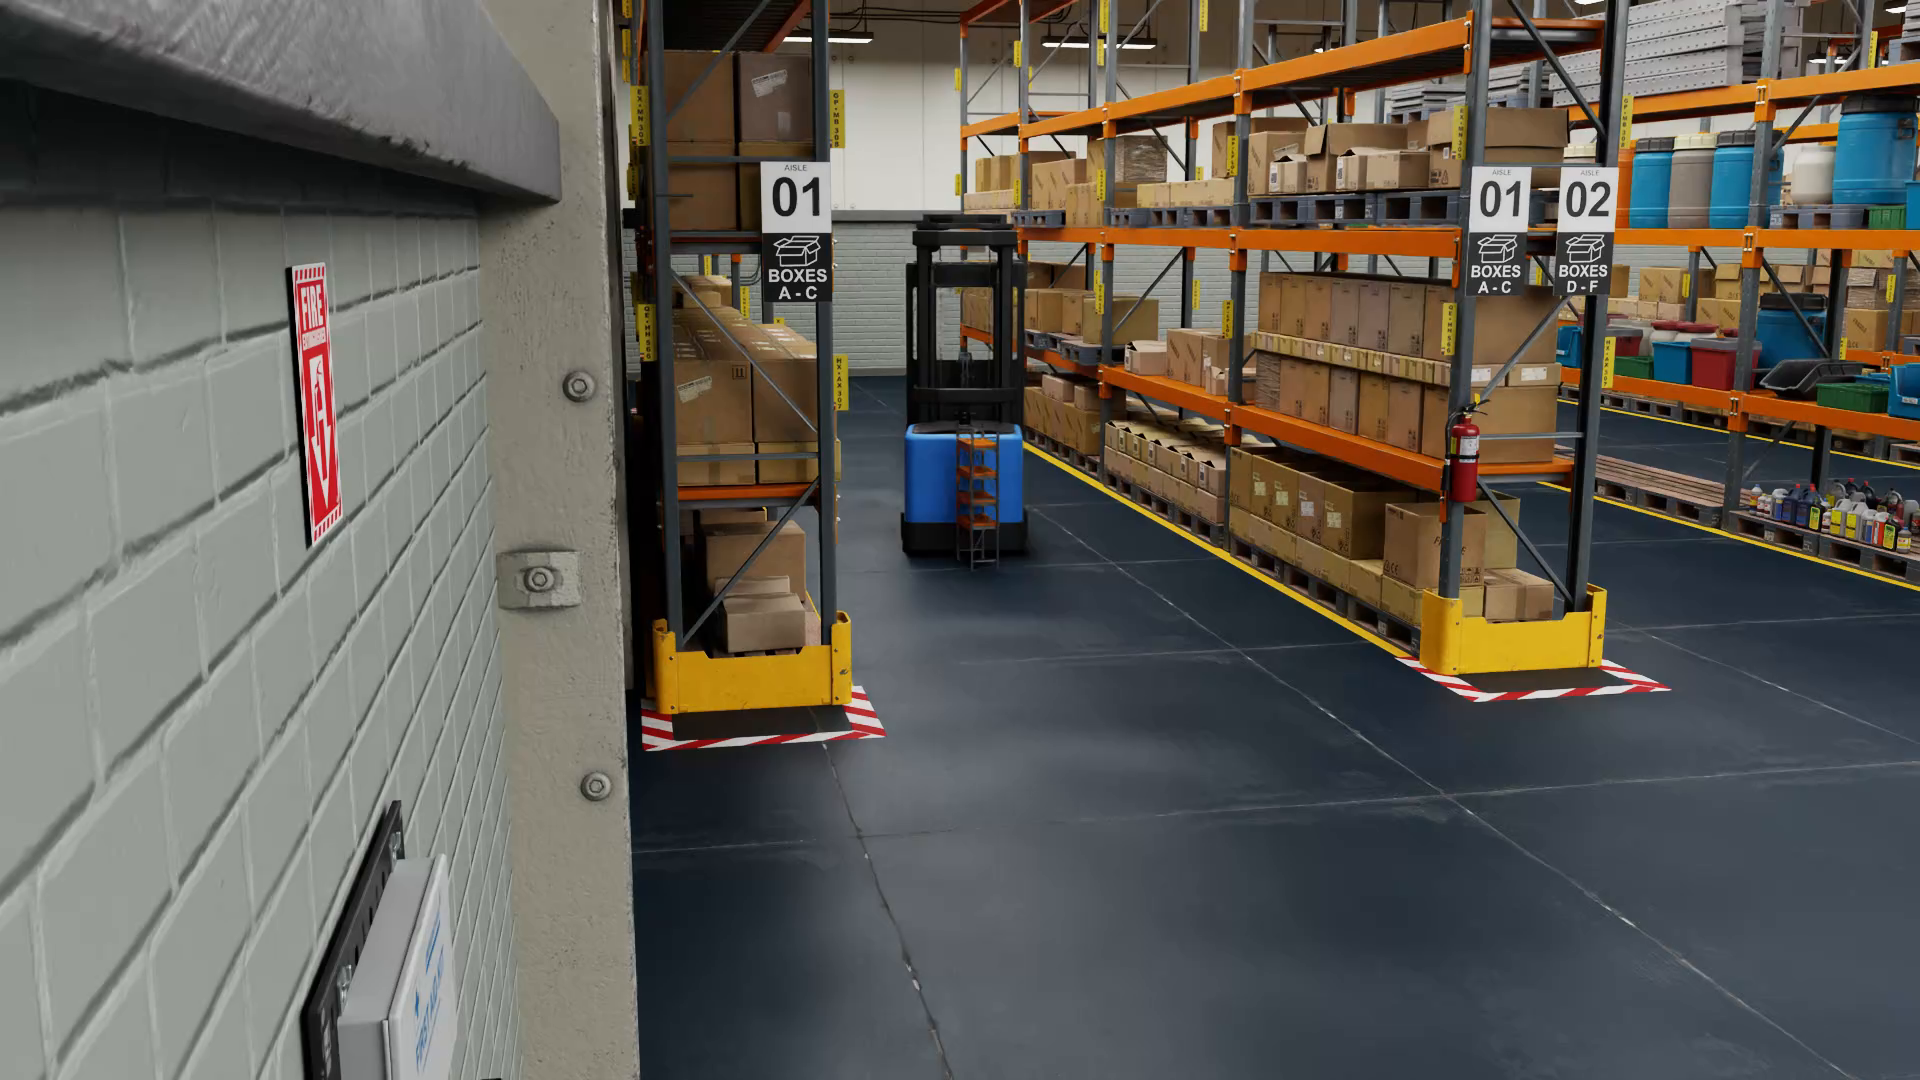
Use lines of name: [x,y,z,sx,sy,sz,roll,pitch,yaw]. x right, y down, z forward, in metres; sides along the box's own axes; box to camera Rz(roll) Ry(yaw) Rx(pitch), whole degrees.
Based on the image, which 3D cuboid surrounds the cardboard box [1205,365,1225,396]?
cardboard box: [2.490,-1.482,15.375,0.396,0.266,0.258,-2,11,-12]

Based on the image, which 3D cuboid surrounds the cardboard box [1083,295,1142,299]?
cardboard box: [1.840,-2.669,19.859,0.700,0.500,0.500,0,11,0]

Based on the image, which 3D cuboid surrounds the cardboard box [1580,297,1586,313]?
cardboard box: [10.256,-3.741,26.490,0.500,0.250,0.500,-2,11,-13]

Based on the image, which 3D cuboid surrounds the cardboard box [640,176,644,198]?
cardboard box: [-2.634,-3.240,15.896,0.797,0.503,0.637,-1,11,-3]

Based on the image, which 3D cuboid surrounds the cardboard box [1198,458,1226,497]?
cardboard box: [2.481,-0.589,15.051,0.500,0.311,0.500,-2,11,-11]

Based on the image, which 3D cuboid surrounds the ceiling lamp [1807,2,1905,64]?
ceiling lamp: [17.046,-10.533,30.912,2.000,3.185,0.800,-2,11,-11]

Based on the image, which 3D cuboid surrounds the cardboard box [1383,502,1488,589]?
cardboard box: [3.223,0.028,11.303,0.500,0.500,0.500,-2,11,-11]

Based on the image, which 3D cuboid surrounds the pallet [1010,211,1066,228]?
pallet: [1.343,-4.120,21.354,1.213,0.211,1.003,-2,11,-11]

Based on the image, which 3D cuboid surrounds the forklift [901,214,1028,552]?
forklift: [0.051,-1.565,15.633,1.130,2.935,3.031,0,11,1]

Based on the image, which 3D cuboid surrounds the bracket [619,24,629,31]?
bracket: [-5.918,-9.117,29.454,0.235,0.232,0.430,-2,11,-11]

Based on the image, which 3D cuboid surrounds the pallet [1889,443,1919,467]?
pallet: [11.932,-0.974,19.801,1.003,0.211,1.213,-2,11,-11]

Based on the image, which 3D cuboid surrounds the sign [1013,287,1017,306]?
sign: [0.755,-3.265,22.067,0.100,0.325,0.005,-2,11,-11]

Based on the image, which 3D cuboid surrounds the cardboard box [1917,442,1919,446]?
cardboard box: [11.931,-1.353,19.845,0.700,0.500,0.500,-3,11,-14]

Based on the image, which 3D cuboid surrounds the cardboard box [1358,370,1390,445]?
cardboard box: [3.343,-0.983,12.123,0.700,0.500,0.500,-2,11,-11]

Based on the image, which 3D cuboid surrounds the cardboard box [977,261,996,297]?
cardboard box: [0.537,-3.856,24.547,0.500,0.500,0.500,-2,11,-10]

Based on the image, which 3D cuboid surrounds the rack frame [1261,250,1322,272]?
rack frame: [5.367,-3.774,27.056,1.000,3.000,0.127,-2,11,-11]

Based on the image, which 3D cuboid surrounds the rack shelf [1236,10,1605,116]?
rack shelf: [3.230,-3.424,12.167,1.077,0.370,4.000,-2,11,-11]

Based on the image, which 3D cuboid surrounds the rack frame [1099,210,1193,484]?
rack frame: [2.063,-2.127,18.405,1.000,3.000,0.127,-2,11,-11]

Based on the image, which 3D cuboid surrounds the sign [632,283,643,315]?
sign: [-3.339,-2.495,17.237,0.100,0.325,0.005,-2,11,-11]

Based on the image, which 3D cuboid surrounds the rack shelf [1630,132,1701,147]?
rack shelf: [10.614,-5.985,25.619,1.077,0.370,4.000,-2,11,-11]

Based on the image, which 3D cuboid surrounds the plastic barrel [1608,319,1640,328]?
plastic barrel: [7.332,-2.181,18.387,0.421,0.512,0.421,0,11,0]

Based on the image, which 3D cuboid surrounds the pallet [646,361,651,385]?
pallet: [-2.552,-1.725,16.806,1.213,0.211,1.003,-2,11,-11]

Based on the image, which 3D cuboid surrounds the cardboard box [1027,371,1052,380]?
cardboard box: [0.915,-2.195,24.261,0.797,0.503,0.637,-2,11,-11]

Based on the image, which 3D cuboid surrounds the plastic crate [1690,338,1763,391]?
plastic crate: [7.307,-1.682,15.895,0.402,0.464,0.583,-2,11,-11]

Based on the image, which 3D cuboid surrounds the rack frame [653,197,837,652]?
rack frame: [-1.239,-0.479,9.746,1.000,3.000,0.127,-2,11,-11]

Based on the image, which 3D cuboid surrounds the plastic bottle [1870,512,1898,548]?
plastic bottle: [7.669,-0.086,13.786,0.152,0.276,0.135,-2,11,-11]

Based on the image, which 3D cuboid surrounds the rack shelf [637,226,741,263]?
rack shelf: [-2.406,-2.700,15.314,1.077,0.370,4.000,-2,11,-11]

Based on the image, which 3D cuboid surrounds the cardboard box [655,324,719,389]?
cardboard box: [-2.130,-1.424,13.049,0.500,0.500,0.500,-2,11,-12]

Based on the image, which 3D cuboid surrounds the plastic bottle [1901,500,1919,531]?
plastic bottle: [8.237,-0.219,14.488,0.152,0.276,0.135,-2,11,-10]

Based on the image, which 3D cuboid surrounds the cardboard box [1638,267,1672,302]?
cardboard box: [10.558,-3.828,24.940,0.500,0.500,0.500,-2,11,-10]

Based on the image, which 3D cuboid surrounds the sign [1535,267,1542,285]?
sign: [9.680,-4.399,27.814,0.100,0.325,0.005,-2,11,-11]

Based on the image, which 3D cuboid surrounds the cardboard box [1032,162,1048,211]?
cardboard box: [1.311,-4.544,21.421,0.600,0.600,0.600,-3,11,-16]

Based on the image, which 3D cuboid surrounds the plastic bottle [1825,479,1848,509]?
plastic bottle: [7.967,-0.375,15.106,0.144,0.351,0.185,-2,11,-11]

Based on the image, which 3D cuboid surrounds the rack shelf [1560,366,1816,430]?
rack shelf: [7.312,-1.587,17.487,1.077,0.370,4.000,-2,11,-11]

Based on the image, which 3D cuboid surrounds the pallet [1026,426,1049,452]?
pallet: [1.481,-1.343,21.743,1.003,0.211,1.213,-2,11,-11]

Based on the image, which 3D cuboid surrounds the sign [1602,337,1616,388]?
sign: [4.165,-1.143,10.708,0.100,0.325,0.005,-2,11,-11]

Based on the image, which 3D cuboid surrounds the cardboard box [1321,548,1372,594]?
cardboard box: [3.017,0.214,12.335,0.500,0.250,0.500,-2,11,-11]

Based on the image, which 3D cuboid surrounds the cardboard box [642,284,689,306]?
cardboard box: [-3.138,-2.594,17.733,0.500,0.250,0.500,-2,11,-9]

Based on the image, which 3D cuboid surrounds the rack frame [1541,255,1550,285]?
rack frame: [10.225,-3.954,28.003,1.000,3.000,0.127,-2,11,-11]

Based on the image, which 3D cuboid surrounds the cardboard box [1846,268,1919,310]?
cardboard box: [11.655,-3.164,20.898,0.797,0.503,0.637,-2,11,-9]

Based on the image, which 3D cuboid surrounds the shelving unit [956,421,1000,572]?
shelving unit: [0.148,-0.377,14.019,0.258,1.200,0.503,-3,11,-14]

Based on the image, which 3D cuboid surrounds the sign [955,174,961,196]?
sign: [-0.025,-5.478,25.647,0.100,0.325,0.005,-2,11,-11]

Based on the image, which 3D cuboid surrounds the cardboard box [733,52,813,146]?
cardboard box: [-1.076,-2.582,9.778,0.500,0.500,0.500,-3,11,-15]

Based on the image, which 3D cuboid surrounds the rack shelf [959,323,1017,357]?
rack shelf: [0.896,-2.874,24.254,1.077,0.370,4.000,-2,11,-11]

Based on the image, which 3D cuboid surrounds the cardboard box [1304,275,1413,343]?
cardboard box: [3.130,-1.815,13.024,0.700,0.500,0.500,-2,11,-11]

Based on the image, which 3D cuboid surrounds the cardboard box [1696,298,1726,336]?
cardboard box: [10.848,-3.176,23.648,0.500,0.500,0.500,-2,11,-11]

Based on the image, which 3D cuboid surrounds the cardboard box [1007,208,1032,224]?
cardboard box: [0.930,-4.340,22.410,0.500,0.250,0.500,-2,11,-11]

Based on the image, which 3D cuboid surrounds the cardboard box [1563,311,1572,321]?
cardboard box: [10.072,-3.660,27.127,0.380,0.149,0.250,-2,11,-12]

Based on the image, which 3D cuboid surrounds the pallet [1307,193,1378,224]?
pallet: [3.267,-2.445,12.288,1.003,0.211,1.213,-2,11,-11]

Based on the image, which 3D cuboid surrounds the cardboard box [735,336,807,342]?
cardboard box: [-1.330,-1.163,11.678,0.500,0.500,0.500,-2,11,-9]

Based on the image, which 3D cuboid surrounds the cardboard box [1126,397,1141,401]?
cardboard box: [1.949,-1.493,20.580,0.500,0.500,0.500,-3,11,-13]

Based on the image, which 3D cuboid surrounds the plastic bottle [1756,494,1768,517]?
plastic bottle: [7.353,-0.322,15.225,0.097,0.201,0.097,0,11,0]

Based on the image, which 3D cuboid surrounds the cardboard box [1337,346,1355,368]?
cardboard box: [3.054,-1.375,12.452,0.380,0.149,0.250,-2,11,-12]

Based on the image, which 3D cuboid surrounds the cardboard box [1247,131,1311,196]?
cardboard box: [2.681,-3.089,13.672,0.500,0.500,0.500,-1,11,-6]

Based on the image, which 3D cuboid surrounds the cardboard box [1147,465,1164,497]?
cardboard box: [2.182,-0.595,16.583,0.500,0.250,0.500,-2,11,-10]
